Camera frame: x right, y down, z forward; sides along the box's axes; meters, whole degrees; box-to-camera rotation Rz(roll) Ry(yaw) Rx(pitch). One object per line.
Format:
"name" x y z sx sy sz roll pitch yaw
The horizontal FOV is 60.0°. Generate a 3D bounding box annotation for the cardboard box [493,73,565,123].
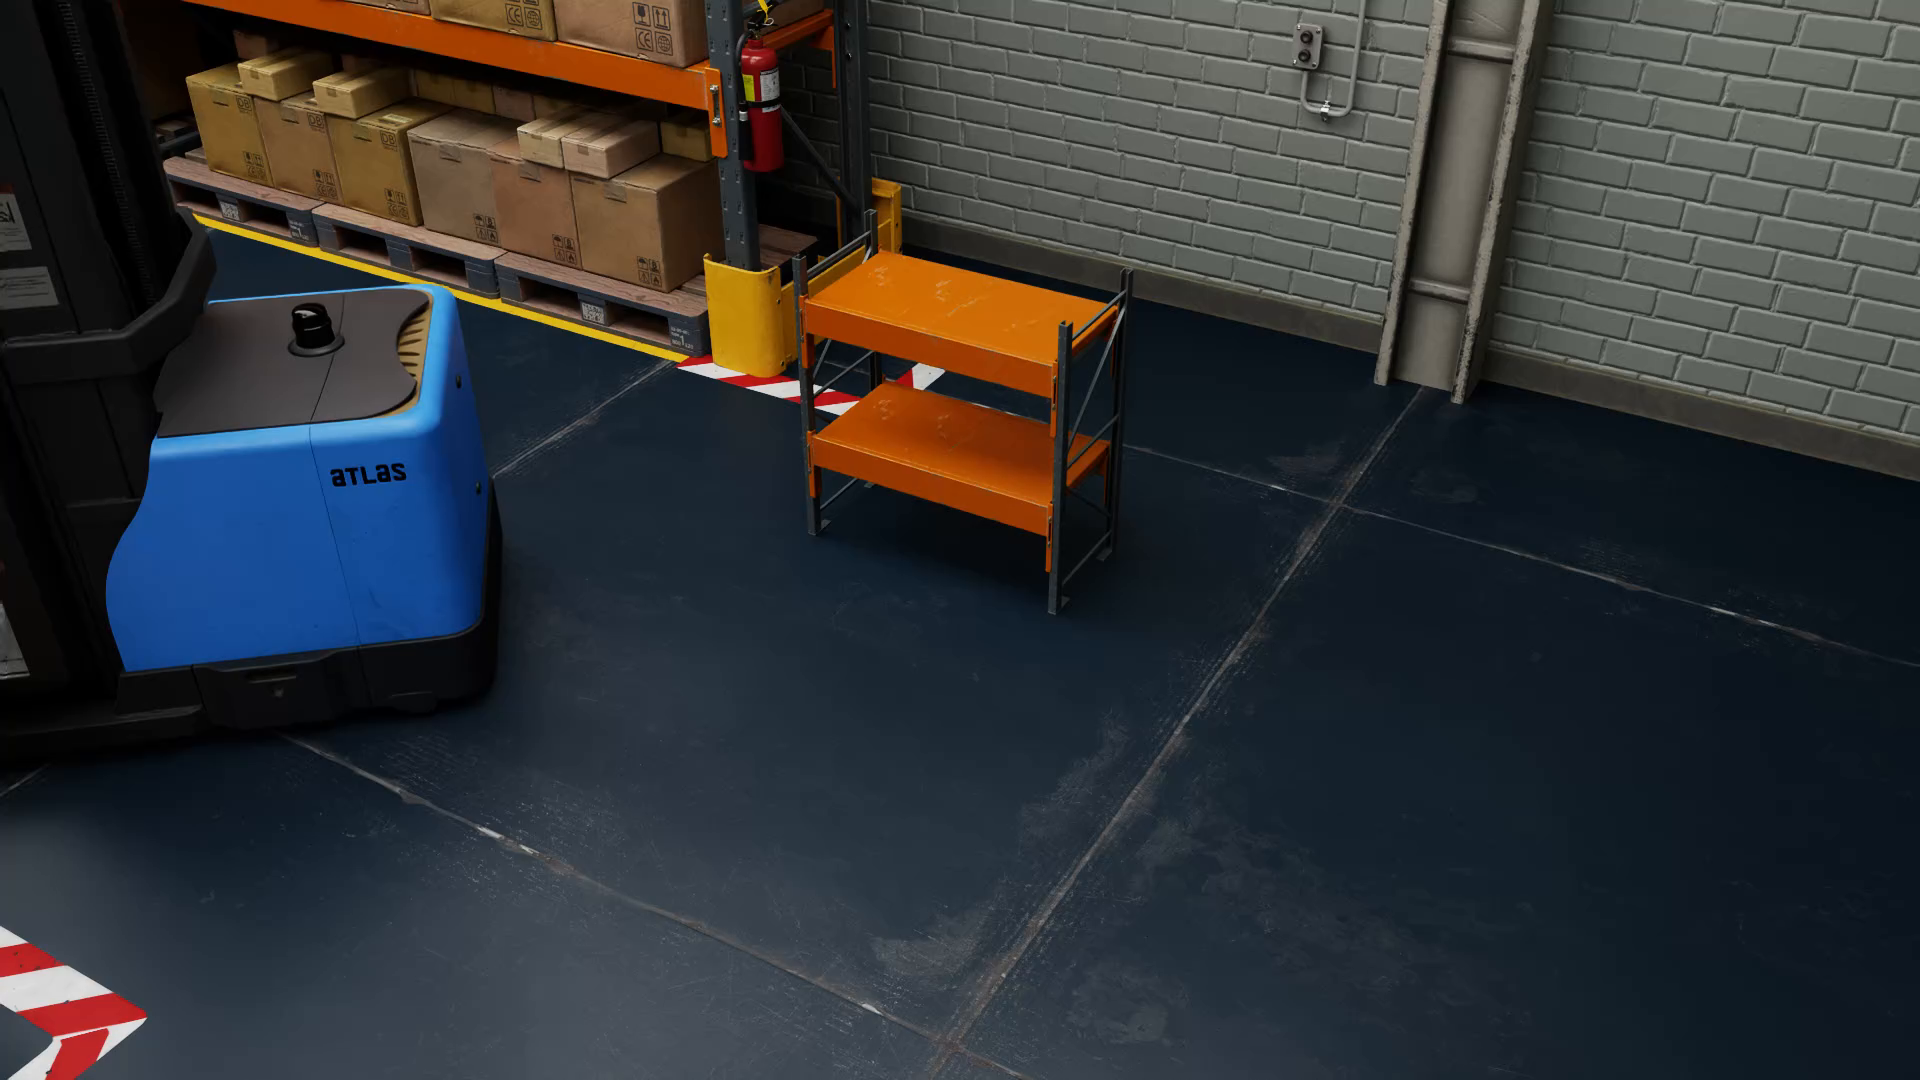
"cardboard box" -2.042 -2.171 8.095 0.250 0.149 0.380 18 38 25

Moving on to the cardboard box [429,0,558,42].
"cardboard box" -1.799 -2.738 7.384 0.700 0.700 0.980 17 37 24

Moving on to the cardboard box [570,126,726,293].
"cardboard box" -1.371 -1.561 7.765 0.500 0.500 0.700 18 37 24

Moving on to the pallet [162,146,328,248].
"pallet" -3.566 -1.975 9.026 1.213 0.211 1.003 18 37 24

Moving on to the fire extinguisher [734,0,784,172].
"fire extinguisher" -0.812 -1.832 6.701 0.183 0.674 0.296 18 37 24

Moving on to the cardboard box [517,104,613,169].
"cardboard box" -1.796 -1.849 7.612 0.250 0.149 0.380 19 38 26

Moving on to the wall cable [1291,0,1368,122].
"wall cable" 0.867 -2.809 6.845 1.851 1.984 0.084 18 37 24

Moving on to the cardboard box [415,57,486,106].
"cardboard box" -2.485 -2.311 8.305 0.250 0.149 0.380 17 37 24

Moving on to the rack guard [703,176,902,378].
"rack guard" -0.693 -1.236 7.655 0.348 0.500 1.175 18 37 24

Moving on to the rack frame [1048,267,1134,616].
"rack frame" 0.447 -0.327 5.725 0.032 1.125 0.500 18 37 24

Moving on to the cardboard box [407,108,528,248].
"cardboard box" -2.243 -1.837 8.179 0.500 0.500 0.700 16 37 23

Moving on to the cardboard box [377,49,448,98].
"cardboard box" -2.709 -2.382 8.411 0.250 0.149 0.380 18 38 25

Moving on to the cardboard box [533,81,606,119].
"cardboard box" -1.821 -2.101 7.990 0.250 0.149 0.380 18 38 25

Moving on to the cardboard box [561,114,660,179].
"cardboard box" -1.573 -1.779 7.507 0.250 0.149 0.380 17 37 24

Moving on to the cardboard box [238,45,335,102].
"cardboard box" -3.382 -2.350 8.364 0.250 0.149 0.380 19 38 26

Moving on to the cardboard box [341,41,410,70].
"cardboard box" -2.928 -2.451 8.516 0.250 0.149 0.380 16 37 23

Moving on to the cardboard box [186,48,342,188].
"cardboard box" -3.589 -2.262 8.817 0.500 0.500 0.700 18 38 25

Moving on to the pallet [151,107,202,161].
"pallet" -4.894 -2.398 9.661 1.213 0.211 1.003 18 37 24

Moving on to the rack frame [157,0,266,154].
"rack frame" -4.187 -3.383 8.624 0.127 3.000 1.000 18 37 24

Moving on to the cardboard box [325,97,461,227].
"cardboard box" -2.710 -1.980 8.394 0.500 0.500 0.700 18 38 25

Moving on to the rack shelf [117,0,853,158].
"rack shelf" -2.451 -2.533 7.997 4.000 0.370 1.077 18 37 24

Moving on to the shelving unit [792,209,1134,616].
"shelving unit" 0.006 -0.466 5.935 1.048 1.125 0.538 18 37 24

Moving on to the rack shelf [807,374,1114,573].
"rack shelf" 0.006 -0.263 6.071 1.000 0.278 0.538 18 37 24

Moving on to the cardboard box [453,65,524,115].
"cardboard box" -2.265 -2.241 8.200 0.250 0.149 0.380 18 38 25

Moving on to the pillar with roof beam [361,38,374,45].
"pillar with roof beam" -5.286 -4.032 4.186 0.400 9.000 9.100 18 37 24

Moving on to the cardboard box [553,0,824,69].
"cardboard box" -1.162 -2.543 7.092 0.700 0.700 0.980 19 38 26

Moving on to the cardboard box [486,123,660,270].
"cardboard box" -1.806 -1.699 7.972 0.500 0.500 0.700 17 37 24

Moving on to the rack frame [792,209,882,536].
"rack frame" -0.435 -0.606 6.145 0.032 1.125 0.500 18 37 24

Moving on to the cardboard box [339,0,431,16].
"cardboard box" -2.456 -2.952 7.706 0.700 0.700 0.980 16 37 22

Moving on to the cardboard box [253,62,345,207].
"cardboard box" -3.154 -2.122 8.607 0.500 0.500 0.700 17 37 24

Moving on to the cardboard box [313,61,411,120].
"cardboard box" -2.929 -2.207 8.149 0.250 0.149 0.380 16 37 23

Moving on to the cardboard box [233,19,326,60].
"cardboard box" -3.616 -2.668 8.841 0.250 0.149 0.380 17 37 24

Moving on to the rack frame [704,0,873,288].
"rack frame" -0.714 -2.283 6.972 0.127 3.000 1.000 18 37 24

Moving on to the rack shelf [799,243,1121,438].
"rack shelf" 0.006 -0.710 5.773 1.000 0.278 0.538 18 37 24

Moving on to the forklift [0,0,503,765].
"forklift" -3.093 -0.786 4.786 3.031 2.935 1.130 -6 34 -9

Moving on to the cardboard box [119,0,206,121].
"cardboard box" -4.816 -2.779 9.278 0.750 0.750 0.750 18 38 25

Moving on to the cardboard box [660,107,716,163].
"cardboard box" -1.164 -1.893 7.678 0.250 0.149 0.380 18 38 25

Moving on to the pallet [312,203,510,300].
"pallet" -2.502 -1.640 8.523 1.213 0.211 1.003 18 37 24

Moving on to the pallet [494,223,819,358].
"pallet" -1.447 -1.304 8.018 1.213 0.211 1.003 18 37 24

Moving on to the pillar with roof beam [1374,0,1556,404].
"pillar with roof beam" -0.077 -2.382 1.708 0.400 9.000 9.100 18 37 24

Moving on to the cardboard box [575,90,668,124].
"cardboard box" -1.604 -2.032 7.887 0.250 0.149 0.380 18 38 25
